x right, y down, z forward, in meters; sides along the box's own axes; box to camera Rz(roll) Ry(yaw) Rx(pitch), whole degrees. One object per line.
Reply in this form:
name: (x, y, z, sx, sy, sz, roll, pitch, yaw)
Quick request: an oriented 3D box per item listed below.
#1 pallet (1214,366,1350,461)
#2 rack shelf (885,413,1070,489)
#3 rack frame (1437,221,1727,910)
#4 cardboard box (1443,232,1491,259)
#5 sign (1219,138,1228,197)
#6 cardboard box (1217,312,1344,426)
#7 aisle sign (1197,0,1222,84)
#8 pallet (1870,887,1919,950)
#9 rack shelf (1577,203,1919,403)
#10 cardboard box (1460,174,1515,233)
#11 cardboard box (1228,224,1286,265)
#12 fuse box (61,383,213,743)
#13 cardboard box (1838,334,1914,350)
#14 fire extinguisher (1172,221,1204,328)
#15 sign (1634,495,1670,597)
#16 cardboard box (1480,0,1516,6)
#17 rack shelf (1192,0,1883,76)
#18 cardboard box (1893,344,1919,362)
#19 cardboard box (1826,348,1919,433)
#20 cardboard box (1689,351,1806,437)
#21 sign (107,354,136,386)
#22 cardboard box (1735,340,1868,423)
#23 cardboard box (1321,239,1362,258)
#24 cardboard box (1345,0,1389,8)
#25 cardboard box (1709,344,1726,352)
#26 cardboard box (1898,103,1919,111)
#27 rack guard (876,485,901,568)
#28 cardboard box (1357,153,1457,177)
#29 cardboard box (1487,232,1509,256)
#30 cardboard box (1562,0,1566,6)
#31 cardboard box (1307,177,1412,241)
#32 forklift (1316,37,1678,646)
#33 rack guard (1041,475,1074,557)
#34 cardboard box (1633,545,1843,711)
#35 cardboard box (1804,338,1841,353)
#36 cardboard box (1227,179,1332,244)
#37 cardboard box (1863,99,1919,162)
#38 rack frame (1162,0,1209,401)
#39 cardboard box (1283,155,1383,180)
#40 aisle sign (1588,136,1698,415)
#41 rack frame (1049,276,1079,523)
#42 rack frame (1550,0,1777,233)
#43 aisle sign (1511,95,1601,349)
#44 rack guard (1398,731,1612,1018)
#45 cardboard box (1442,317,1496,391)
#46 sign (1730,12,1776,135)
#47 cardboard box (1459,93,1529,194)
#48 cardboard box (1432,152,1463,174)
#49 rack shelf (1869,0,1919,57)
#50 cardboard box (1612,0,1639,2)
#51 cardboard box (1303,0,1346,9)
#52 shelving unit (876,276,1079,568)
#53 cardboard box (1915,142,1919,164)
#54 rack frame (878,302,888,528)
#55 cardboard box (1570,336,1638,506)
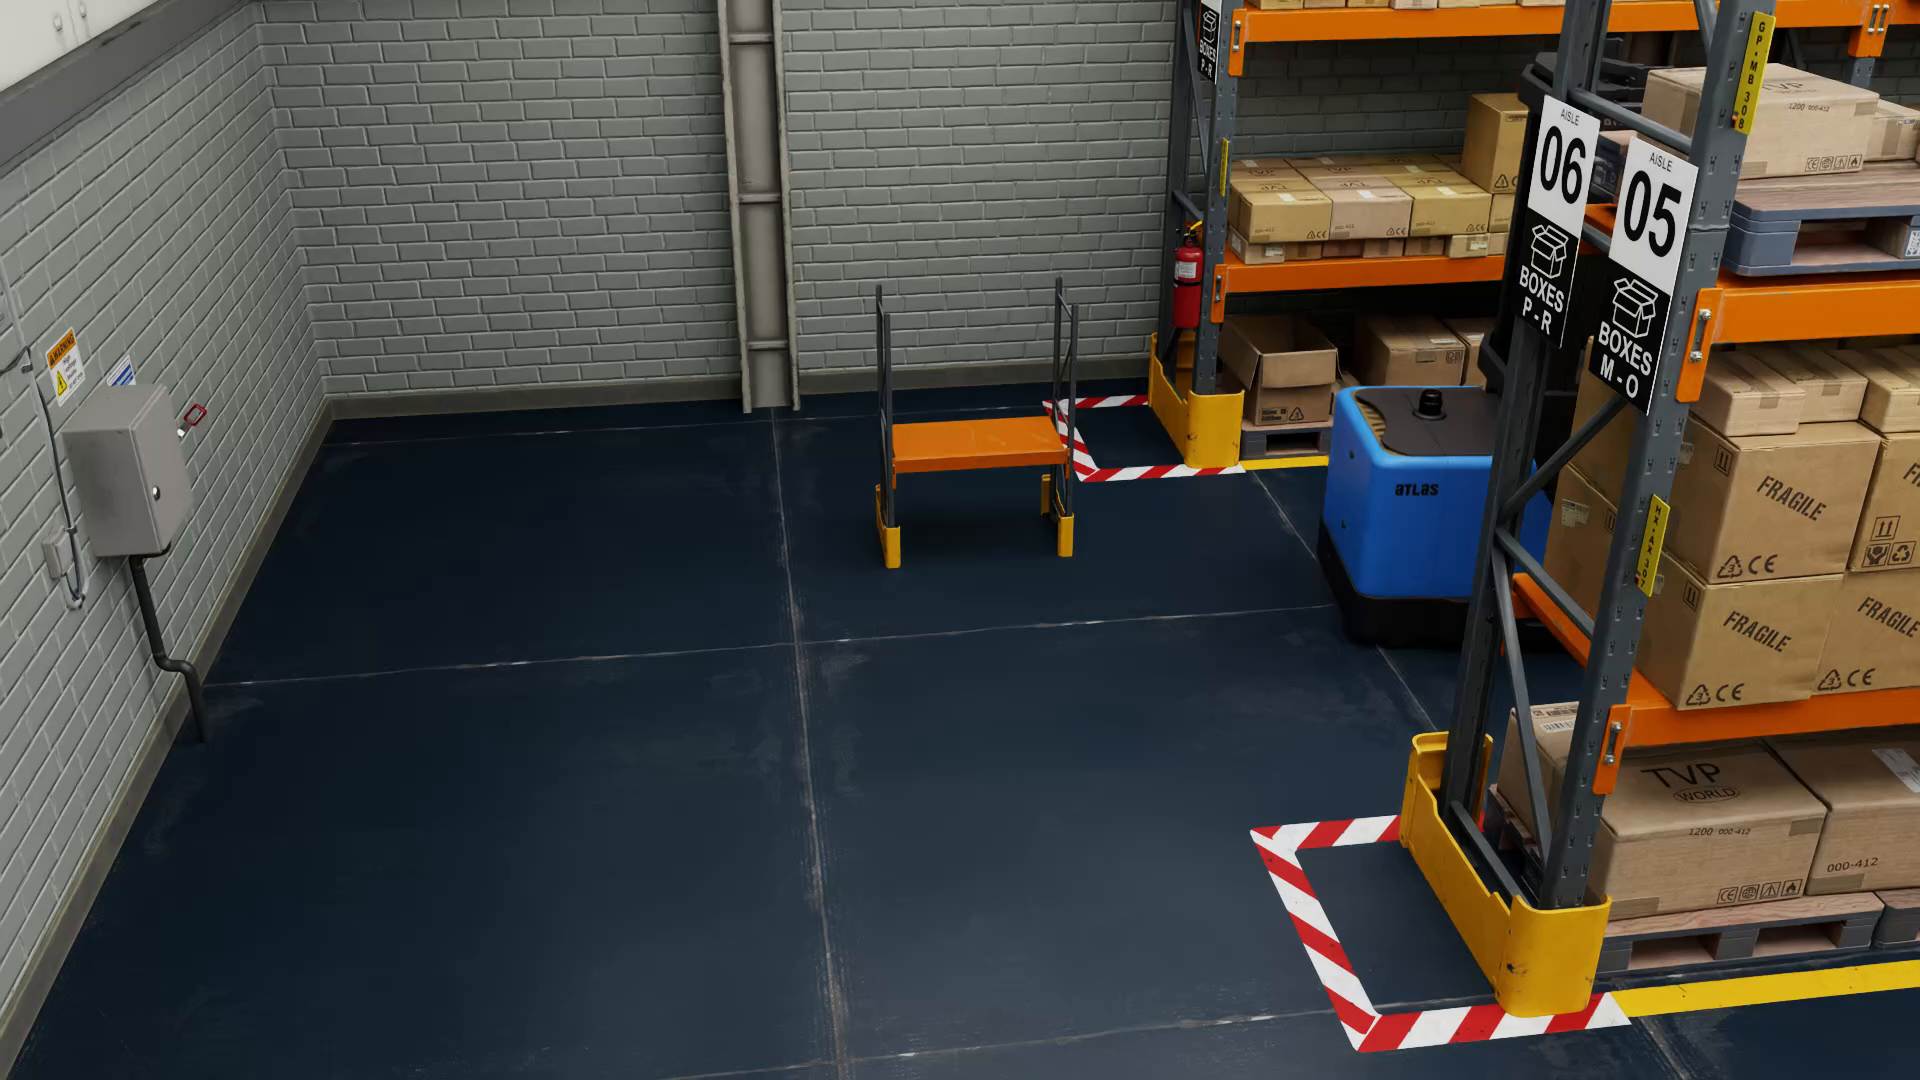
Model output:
pallet: (2.341, -0.870, 11.215, 1.213, 0.211, 1.003, -4, 27, -7)
rack shelf: (0.084, -0.513, 9.500, 1.000, 0.185, 0.538, -4, 27, -7)
rack frame: (2.171, 0.189, 6.097, 0.127, 3.000, 1.000, -4, 27, -7)
cardboard box: (3.122, -1.900, 10.442, 0.250, 0.149, 0.380, -4, 27, -9)
sign: (1.552, -2.195, 9.794, 0.005, 0.325, 0.100, -4, 27, -7)
cardboard box: (2.095, -1.127, 10.936, 0.637, 0.503, 0.797, -5, 28, -9)
aisle sign: (1.449, -3.075, 9.609, 0.004, 0.787, 0.394, -4, 27, -7)
pallet: (4.158, 1.267, 7.050, 1.213, 0.211, 1.003, -4, 27, -7)
rack shelf: (4.152, -0.953, 5.824, 4.000, 0.370, 1.077, -4, 27, -7)
cardboard box: (3.467, -2.136, 10.465, 0.500, 0.250, 0.500, -4, 27, -8)
cardboard box: (1.840, -1.840, 10.326, 0.250, 0.149, 0.380, -4, 27, -8)
fuse box: (-3.557, 0.172, 7.540, 0.414, 1.711, 0.539, -4, 27, -7)
cardboard box: (3.246, -0.782, 6.072, 0.250, 0.149, 0.380, -3, 27, -6)
fire extinguisher: (1.395, -1.636, 10.147, 0.183, 0.674, 0.296, -4, 27, -7)
sign: (2.243, 0.019, 5.391, 0.005, 0.325, 0.100, -4, 27, -7)
cardboard box: (3.092, -3.263, 9.813, 0.250, 0.149, 0.380, -4, 27, -8)
rack shelf: (3.457, -3.197, 10.197, 4.000, 0.370, 1.077, -4, 27, -7)
cardboard box: (3.342, -0.525, 5.573, 0.250, 0.149, 0.380, -5, 28, -9)
cardboard box: (3.084, -0.500, 5.524, 0.250, 0.149, 0.380, -3, 27, -6)
cardboard box: (2.561, -0.487, 5.498, 0.250, 0.149, 0.380, -3, 27, -6)
sign: (-3.831, -0.569, 7.677, 0.001, 0.494, 0.329, -4, 27, -7)
cardboard box: (2.811, -0.536, 5.593, 0.250, 0.149, 0.380, -3, 27, -6)
cardboard box: (2.341, -1.910, 10.461, 0.250, 0.149, 0.380, -4, 27, -8)
cardboard box: (2.336, -3.230, 9.749, 0.250, 0.149, 0.380, -4, 27, -7)
cardboard box: (2.499, -0.703, 5.918, 0.250, 0.149, 0.380, -3, 27, -6)
cardboard box: (6.460, -2.503, 10.774, 0.500, 0.500, 0.700, -3, 27, -7)
rack guard: (-0.418, -0.084, 9.641, 0.087, 0.250, 0.587, -4, 27, -7)
cardboard box: (2.896, -2.332, 10.847, 0.500, 0.250, 0.500, -3, 27, -5)
cardboard box: (3.380, -1.926, 10.492, 0.250, 0.149, 0.380, -3, 27, -6)
cardboard box: (3.602, -3.265, 9.816, 0.250, 0.149, 0.380, -3, 27, -6)
cardboard box: (2.462, -2.060, 10.317, 0.500, 0.250, 0.500, -3, 27, -7)
forklift: (3.540, -0.973, 8.435, 3.031, 2.935, 1.130, 0, 27, 0)
rack guard: (0.569, -0.148, 9.764, 0.087, 0.250, 0.587, -4, 27, -7)
cardboard box: (2.687, 0.243, 5.880, 0.500, 0.500, 0.500, -4, 27, -8)
cardboard box: (2.991, -0.784, 6.077, 0.250, 0.149, 0.380, -4, 27, -8)
cardboard box: (1.963, -2.028, 10.255, 0.500, 0.250, 0.500, -4, 27, -7)
cardboard box: (3.008, -1.398, 5.608, 0.250, 0.149, 0.380, -6, 28, -11)
rack frame: (1.476, -2.054, 10.466, 0.053, 2.616, 0.949, -4, 27, -7)
cardboard box: (2.405, -2.302, 10.789, 0.500, 0.250, 0.500, -4, 27, -7)
aisle sign: (2.140, -0.832, 5.239, 0.004, 0.787, 0.394, -4, 27, -7)
rack frame: (0.588, -0.705, 9.481, 0.032, 1.500, 0.500, -4, 27, -7)
rack frame: (2.171, -2.481, 4.727, 0.127, 3.000, 1.000, -4, 27, -7)
aisle sign: (2.057, -1.104, 5.767, 0.004, 0.787, 0.394, -4, 27, -7)
rack guard: (2.147, 1.302, 6.664, 0.348, 0.500, 1.175, -4, 27, -7)
cardboard box: (3.484, -1.151, 10.986, 0.500, 0.500, 0.500, -3, 27, -6)
sign: (2.243, -1.319, 4.705, 0.005, 0.325, 0.100, -4, 27, -7)
cardboard box: (3.448, -2.457, 10.270, 0.500, 0.500, 0.500, -3, 27, -6)
cardboard box: (3.414, -2.365, 10.911, 0.500, 0.250, 0.500, -4, 27, -7)
rack shelf: (7.418, -3.451, 10.693, 4.000, 0.370, 1.077, -4, 27, -7)
cardboard box: (3.851, -3.312, 9.909, 0.250, 0.149, 0.380, -3, 27, -7)
cardboard box: (2.080, -3.222, 9.732, 0.250, 0.149, 0.380, -3, 27, -6)
shelving unit: (0.075, -0.672, 9.417, 1.083, 1.500, 0.587, -4, 27, -7)
cardboard box: (3.281, -1.231, 5.283, 0.250, 0.149, 0.380, -3, 27, -5)
rack frame: (-0.419, -0.641, 9.357, 0.013, 1.308, 0.475, -4, 27, -7)
cardboard box: (2.615, -0.439, 6.115, 0.500, 0.500, 0.500, -3, 27, -5)
